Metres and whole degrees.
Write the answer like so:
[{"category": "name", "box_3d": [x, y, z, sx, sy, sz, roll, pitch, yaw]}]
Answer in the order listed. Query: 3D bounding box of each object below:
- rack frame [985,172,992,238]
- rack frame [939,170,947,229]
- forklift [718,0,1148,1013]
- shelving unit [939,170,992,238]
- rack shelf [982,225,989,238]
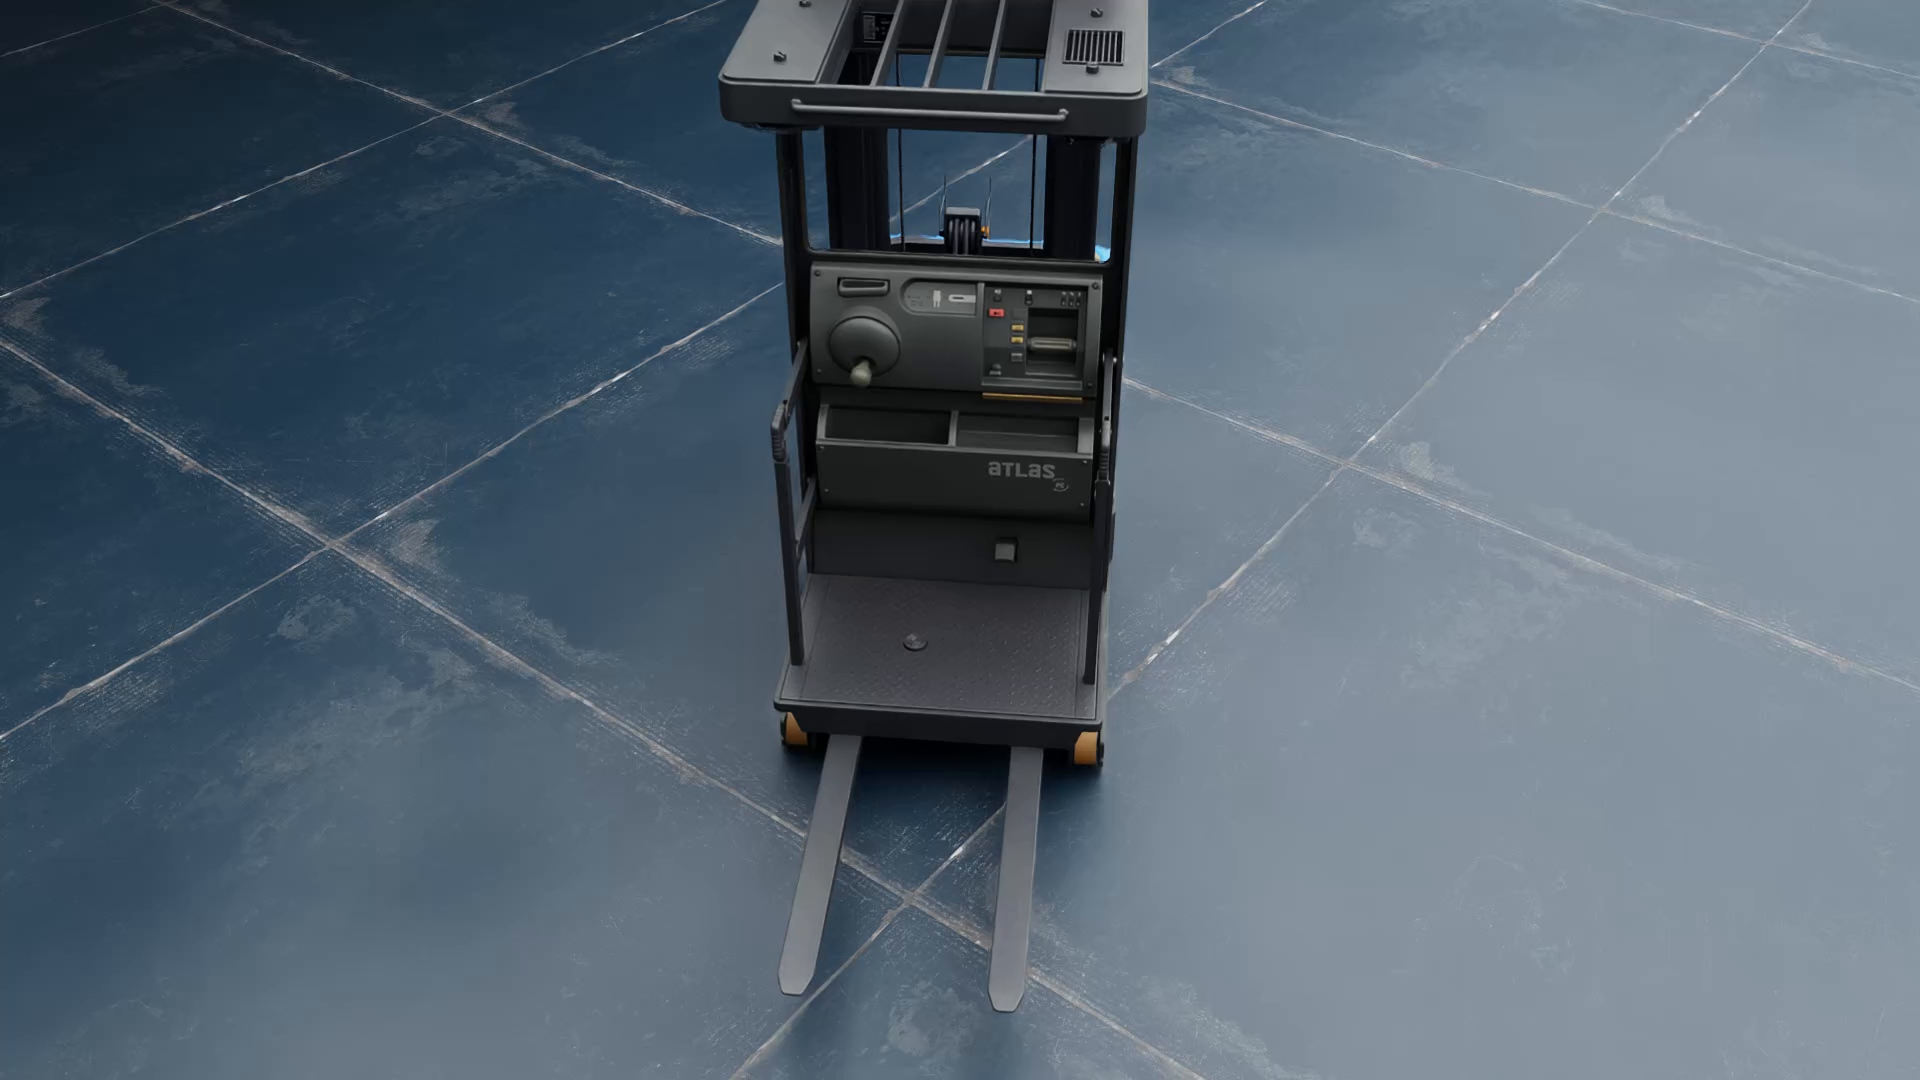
[{"category": "rack frame", "box_3d": [0.114, -0.936, 6.971, 0.006, 1.200, 0.240, 3, 38, 4]}, {"category": "rack frame", "box_3d": [-0.068, -0.947, 6.985, 0.006, 1.200, 0.240, 3, 38, 4]}, {"category": "forklift", "box_3d": [-0.034, -0.596, 5.133, 1.130, 2.935, 3.031, 3, 38, 4]}, {"category": "shelving unit", "box_3d": [0.023, -0.941, 6.978, 0.189, 1.200, 0.258, 3, 38, 4]}, {"category": "rack shelf", "box_3d": [0.023, -1.190, 6.785, 0.180, 0.103, 0.258, 3, 38, 4]}]
